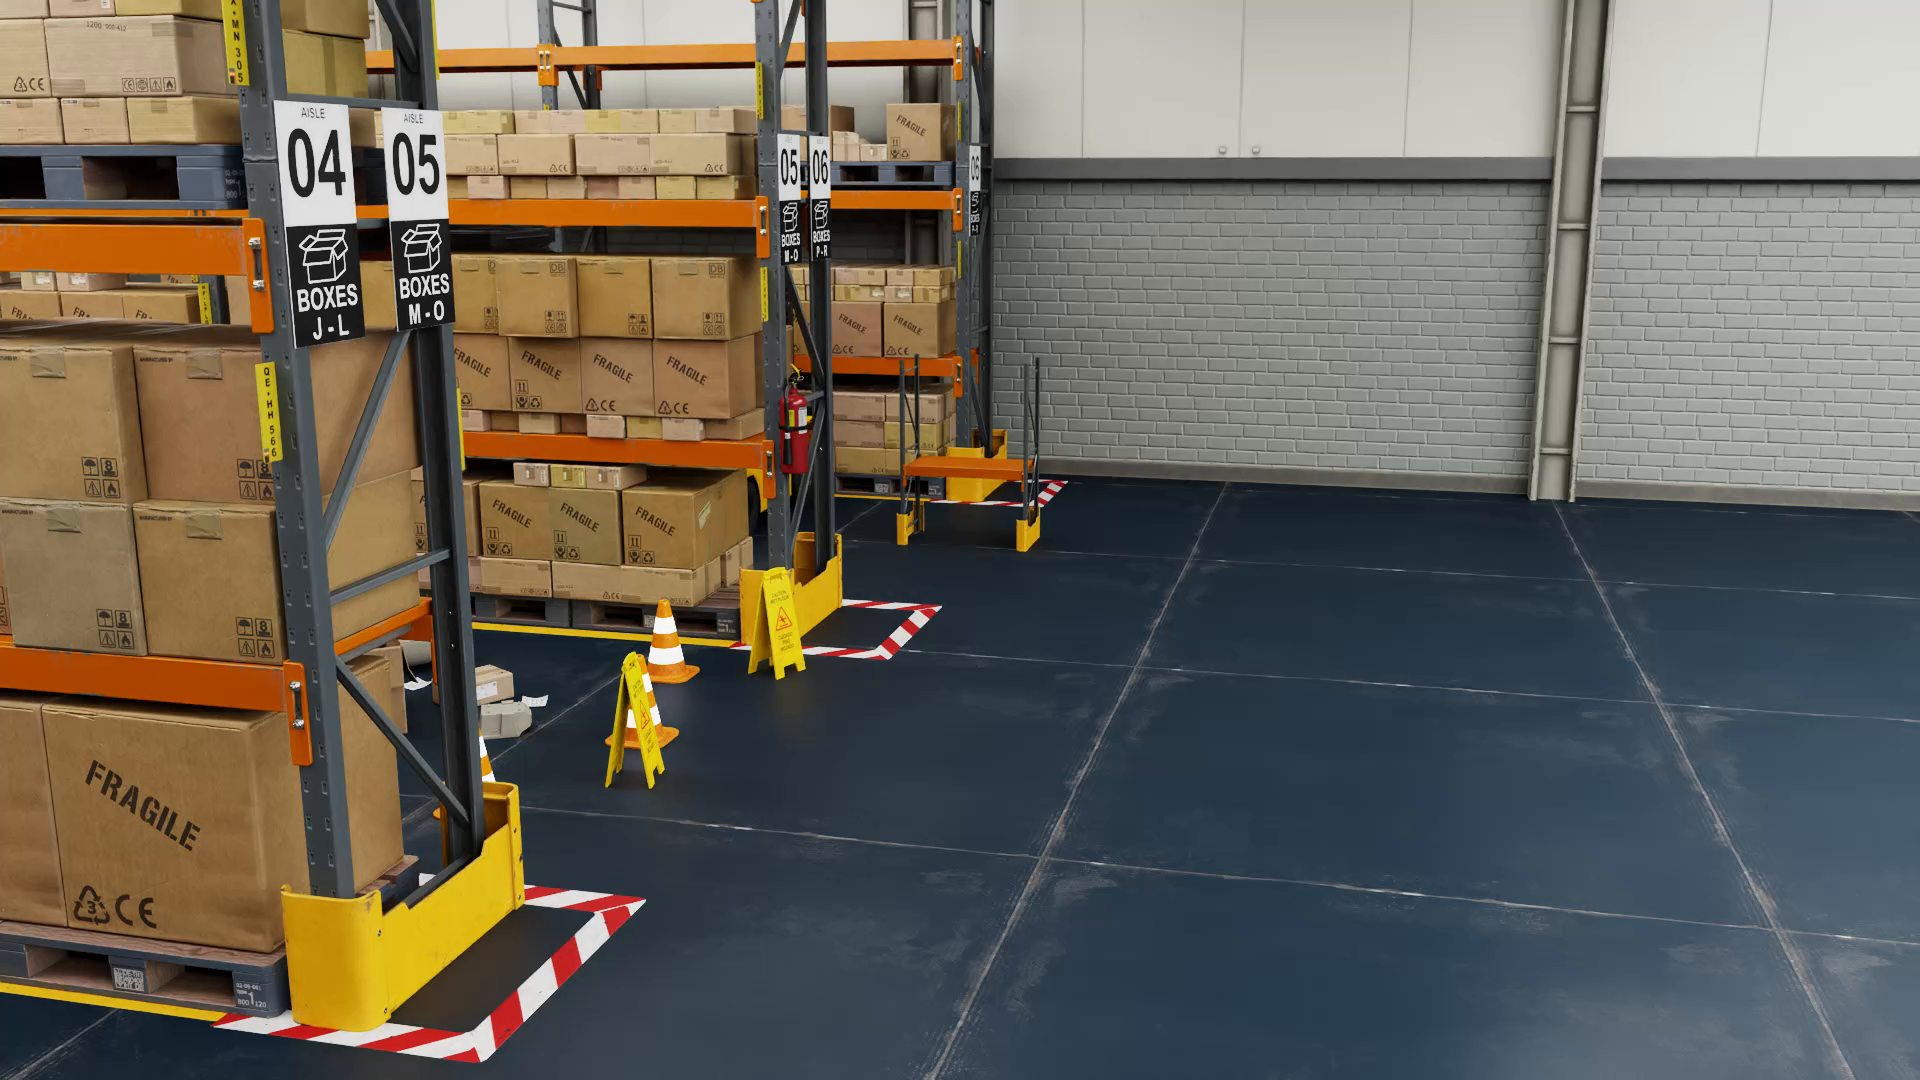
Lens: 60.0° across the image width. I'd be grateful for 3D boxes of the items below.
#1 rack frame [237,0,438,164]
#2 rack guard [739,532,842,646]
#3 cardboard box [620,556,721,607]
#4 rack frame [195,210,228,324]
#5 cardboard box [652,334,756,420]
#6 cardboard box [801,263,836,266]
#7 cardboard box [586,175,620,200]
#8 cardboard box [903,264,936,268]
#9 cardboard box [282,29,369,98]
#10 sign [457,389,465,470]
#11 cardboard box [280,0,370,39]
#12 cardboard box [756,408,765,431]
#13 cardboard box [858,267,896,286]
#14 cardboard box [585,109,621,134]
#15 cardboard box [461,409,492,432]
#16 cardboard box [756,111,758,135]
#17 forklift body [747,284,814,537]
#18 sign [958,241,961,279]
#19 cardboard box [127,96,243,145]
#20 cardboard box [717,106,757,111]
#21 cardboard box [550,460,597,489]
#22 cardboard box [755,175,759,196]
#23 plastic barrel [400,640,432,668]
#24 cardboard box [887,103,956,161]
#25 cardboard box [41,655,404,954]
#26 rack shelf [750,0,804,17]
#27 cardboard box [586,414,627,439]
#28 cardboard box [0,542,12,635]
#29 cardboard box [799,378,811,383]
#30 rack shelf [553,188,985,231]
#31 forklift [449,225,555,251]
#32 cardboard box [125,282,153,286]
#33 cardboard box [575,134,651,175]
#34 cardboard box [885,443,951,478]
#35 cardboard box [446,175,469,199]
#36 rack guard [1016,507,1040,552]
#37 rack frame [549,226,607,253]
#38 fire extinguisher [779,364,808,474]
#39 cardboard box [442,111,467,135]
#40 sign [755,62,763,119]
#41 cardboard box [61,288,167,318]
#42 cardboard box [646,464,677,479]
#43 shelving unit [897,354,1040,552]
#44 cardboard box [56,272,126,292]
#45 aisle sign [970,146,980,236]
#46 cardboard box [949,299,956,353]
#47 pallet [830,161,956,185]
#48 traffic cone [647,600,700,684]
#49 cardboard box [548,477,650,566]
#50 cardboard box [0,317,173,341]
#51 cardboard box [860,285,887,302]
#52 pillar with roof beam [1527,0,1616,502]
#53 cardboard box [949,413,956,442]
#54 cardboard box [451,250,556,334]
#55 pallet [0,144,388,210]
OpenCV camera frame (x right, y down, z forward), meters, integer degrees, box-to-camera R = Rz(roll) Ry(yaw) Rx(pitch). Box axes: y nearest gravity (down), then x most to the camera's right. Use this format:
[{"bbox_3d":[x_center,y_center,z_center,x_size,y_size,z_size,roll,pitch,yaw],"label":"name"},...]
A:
[{"bbox_3d":[-2.132,-2.781,5.495,0.127,3.000,1.000,3,13,14],"label":"rack frame"},{"bbox_3d":[-1.118,0.318,11.148,0.348,0.500,1.175,3,13,14],"label":"rack guard"},{"bbox_3d":[-1.917,0.252,11.052,0.500,0.250,0.500,3,13,13],"label":"cardboard box"},{"bbox_3d":[-4.927,-1.106,11.795,0.127,3.000,1.000,3,13,14],"label":"rack frame"},{"bbox_3d":[-1.637,-1.063,10.683,0.500,0.500,0.500,3,13,13],"label":"cardboard box"},{"bbox_3d":[-1.369,-2.606,16.139,0.250,0.149,0.380,3,13,12],"label":"cardboard box"},{"bbox_3d":[-2.187,-2.254,10.624,0.250,0.149,0.380,3,13,14],"label":"cardboard box"},{"bbox_3d":[-0.376,-2.543,15.855,0.250,0.149,0.380,4,13,15],"label":"cardboard box"},{"bbox_3d":[-2.539,-1.722,6.103,0.500,0.250,0.500,3,13,13],"label":"cardboard box"},{"bbox_3d":[-1.993,-0.430,6.567,0.005,0.325,0.100,3,13,14],"label":"sign"},{"bbox_3d":[-2.380,-1.922,6.084,0.250,0.149,0.380,3,13,14],"label":"cardboard box"},{"bbox_3d":[-1.324,-0.837,11.163,0.250,0.149,0.380,3,13,14],"label":"cardboard box"},{"bbox_3d":[-0.764,-2.442,15.400,0.250,0.149,0.380,3,13,15],"label":"cardboard box"},{"bbox_3d":[-2.170,-2.640,10.522,0.250,0.149,0.380,3,13,14],"label":"cardboard box"},{"bbox_3d":[-3.207,-0.824,11.104,0.250,0.149,0.380,3,13,13],"label":"cardboard box"},{"bbox_3d":[-1.340,-2.691,10.752,0.250,0.149,0.380,3,13,13],"label":"cardboard box"},{"bbox_3d":[-2.136,-1.243,14.372,1.214,2.155,2.313,3,13,14],"label":"forklift body"},{"bbox_3d":[-0.002,-2.510,14.903,0.005,0.325,0.100,3,13,14],"label":"sign"},{"bbox_3d":[-2.536,-1.394,5.547,0.250,0.149,0.380,3,13,13],"label":"cardboard box"},{"bbox_3d":[-1.876,-3.796,15.553,0.637,0.503,0.797,3,13,15],"label":"cardboard box"},{"bbox_3d":[-2.500,-0.450,10.985,0.250,0.149,0.380,3,13,14],"label":"cardboard box"},{"bbox_3d":[-1.288,-2.326,10.947,0.250,0.149,0.380,3,13,14],"label":"cardboard box"},{"bbox_3d":[-3.412,0.570,10.187,0.512,0.421,0.421,-9,15,-35],"label":"plastic barrel"},{"bbox_3d":[-0.346,-3.682,15.046,0.500,0.500,0.500,3,13,15],"label":"cardboard box"},{"bbox_3d":[-2.806,0.958,6.425,0.875,0.875,0.875,3,13,14],"label":"cardboard box"},{"bbox_3d":[-2.986,-3.579,10.756,4.000,0.370,1.077,3,13,14],"label":"rack shelf"},{"bbox_3d":[-2.232,-0.765,10.838,0.250,0.149,0.380,3,13,15],"label":"cardboard box"},{"bbox_3d":[-3.556,-0.015,6.530,0.550,0.550,0.875,3,13,14],"label":"cardboard box"},{"bbox_3d":[-1.744,-1.440,16.368,0.500,0.250,0.500,3,13,12],"label":"cardboard box"},{"bbox_3d":[-1.800,-3.160,15.786,4.000,0.370,1.077,3,13,14],"label":"rack shelf"},{"bbox_3d":[-4.035,-1.579,14.084,3.031,2.935,1.130,3,13,13],"label":"forklift"},{"bbox_3d":[-6.277,-1.645,12.334,0.500,0.500,0.500,3,13,13],"label":"cardboard box"},{"bbox_3d":[-2.090,-2.434,10.515,0.500,0.250,0.500,3,13,13],"label":"cardboard box"},{"bbox_3d":[-0.390,-0.763,15.628,0.500,0.250,0.500,3,13,14],"label":"cardboard box"},{"bbox_3d":[-3.184,-2.300,10.830,0.250,0.149,0.380,3,13,14],"label":"cardboard box"},{"bbox_3d":[0.558,-0.092,13.572,0.087,0.250,0.587,3,13,14],"label":"rack guard"},{"bbox_3d":[-3.742,-2.150,16.501,0.127,3.000,1.000,3,13,14],"label":"rack frame"},{"bbox_3d":[-1.043,-0.758,10.405,0.183,0.674,0.296,3,13,14],"label":"fire extinguisher"},{"bbox_3d":[-3.171,-2.689,10.743,0.250,0.149,0.380,3,13,15],"label":"cardboard box"},{"bbox_3d":[-1.196,-2.680,9.918,0.005,0.325,0.100,3,13,14],"label":"sign"},{"bbox_3d":[-5.913,-1.507,11.712,0.500,0.500,0.500,3,13,14],"label":"cardboard box"},{"bbox_3d":[-2.293,-0.255,11.605,0.500,0.500,0.500,3,13,11],"label":"cardboard box"},{"bbox_3d":[0.074,-0.728,13.553,1.083,1.500,0.587,3,13,14],"label":"shelving unit"},{"bbox_3d":[-6.102,-1.832,11.679,0.250,0.149,0.380,3,13,12],"label":"cardboard box"},{"bbox_3d":[0.135,-3.147,14.990,0.004,0.787,0.394,3,13,14],"label":"aisle sign"},{"bbox_3d":[-0.273,-2.076,15.934,0.500,0.500,0.500,3,13,15],"label":"cardboard box"},{"bbox_3d":[-0.539,-3.406,15.440,1.213,0.211,1.003,3,13,14],"label":"pallet"},{"bbox_3d":[-1.771,0.589,10.012,0.334,0.463,0.336,3,13,14],"label":"traffic cone"},{"bbox_3d":[-2.392,-0.141,11.090,0.500,0.500,0.500,4,13,16],"label":"cardboard box"},{"bbox_3d":[-3.550,-0.547,6.436,0.550,0.550,0.875,3,13,14],"label":"cardboard box"},{"bbox_3d":[-0.755,-2.301,15.450,0.250,0.149,0.380,3,13,15],"label":"cardboard box"},{"bbox_3d":[4.475,-3.881,10.449,0.400,9.000,9.100,3,13,14],"label":"pillar with roof beam"},{"bbox_3d":[-0.265,-1.118,16.070,0.500,0.250,0.500,3,13,15],"label":"cardboard box"},{"bbox_3d":[-3.053,-1.649,11.017,0.500,0.500,0.700,3,13,13],"label":"cardboard box"},{"bbox_3d":[-2.855,-1.310,5.993,1.213,0.211,1.003,3,13,14],"label":"pallet"}]
